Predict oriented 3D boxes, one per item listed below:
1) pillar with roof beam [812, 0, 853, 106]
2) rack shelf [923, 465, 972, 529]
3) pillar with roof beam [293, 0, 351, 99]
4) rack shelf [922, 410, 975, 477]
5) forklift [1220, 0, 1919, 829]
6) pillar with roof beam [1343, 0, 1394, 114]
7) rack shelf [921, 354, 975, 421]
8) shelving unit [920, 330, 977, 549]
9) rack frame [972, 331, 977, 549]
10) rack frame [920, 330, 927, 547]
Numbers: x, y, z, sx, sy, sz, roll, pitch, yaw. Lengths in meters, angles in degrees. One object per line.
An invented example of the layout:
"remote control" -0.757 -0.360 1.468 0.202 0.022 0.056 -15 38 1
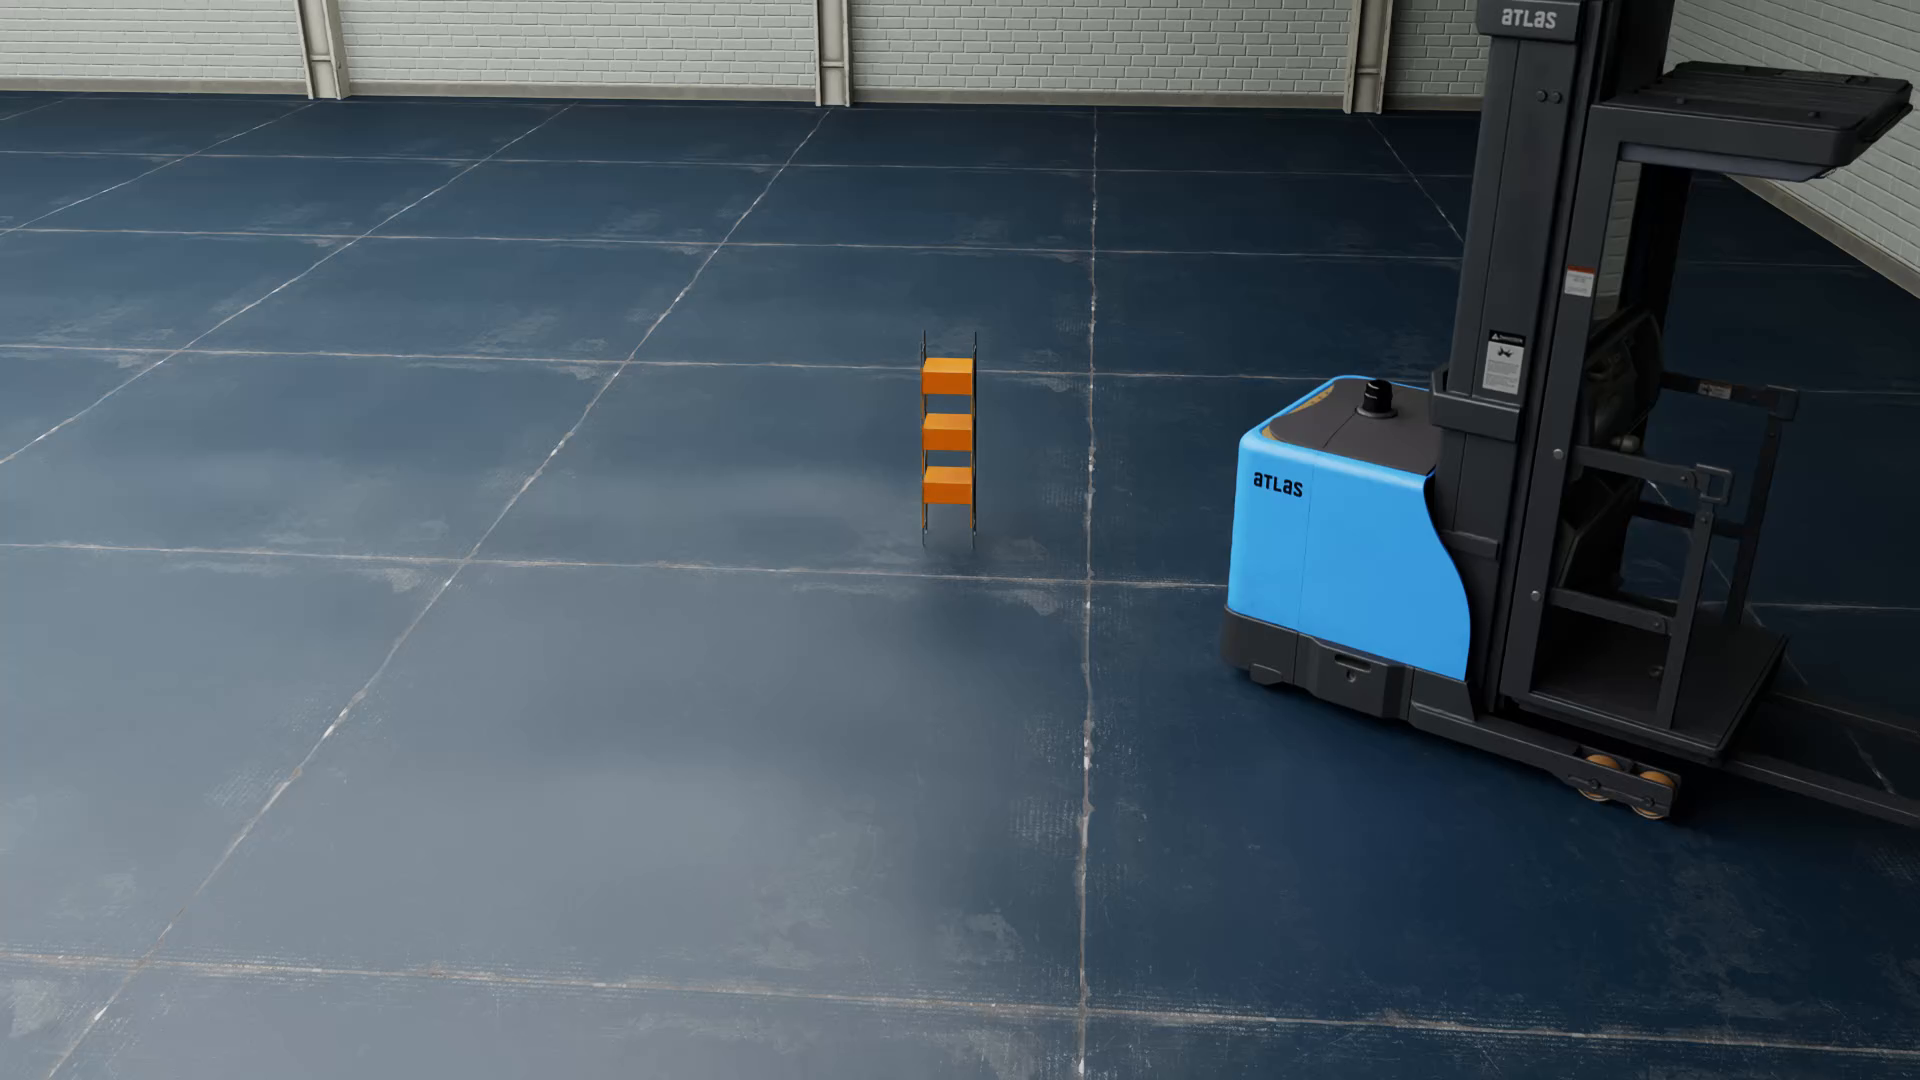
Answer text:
"pillar with roof beam" -1.773 -7.329 13.413 0.400 9.000 9.100 2 25 4
"rack shelf" -0.053 -0.217 8.155 0.240 0.259 0.215 2 25 4
"pillar with roof beam" -7.755 -7.521 13.830 0.400 9.000 9.100 2 25 4
"rack shelf" -0.053 -0.469 8.039 0.240 0.259 0.215 2 25 4
"forklift" 2.588 -0.571 5.984 3.031 2.935 1.130 17 30 32
"pillar with roof beam" 4.209 -7.137 12.996 0.400 9.000 9.100 2 25 4
"rack shelf" -0.053 -0.727 7.920 0.240 0.259 0.215 2 25 4
"shelving unit" -0.053 -0.479 8.034 0.252 1.050 0.215 2 25 4
"rack frame" 0.068 -0.475 8.026 0.008 1.050 0.200 2 25 4
"rack frame" -0.175 -0.483 8.043 0.008 1.050 0.200 2 25 4
